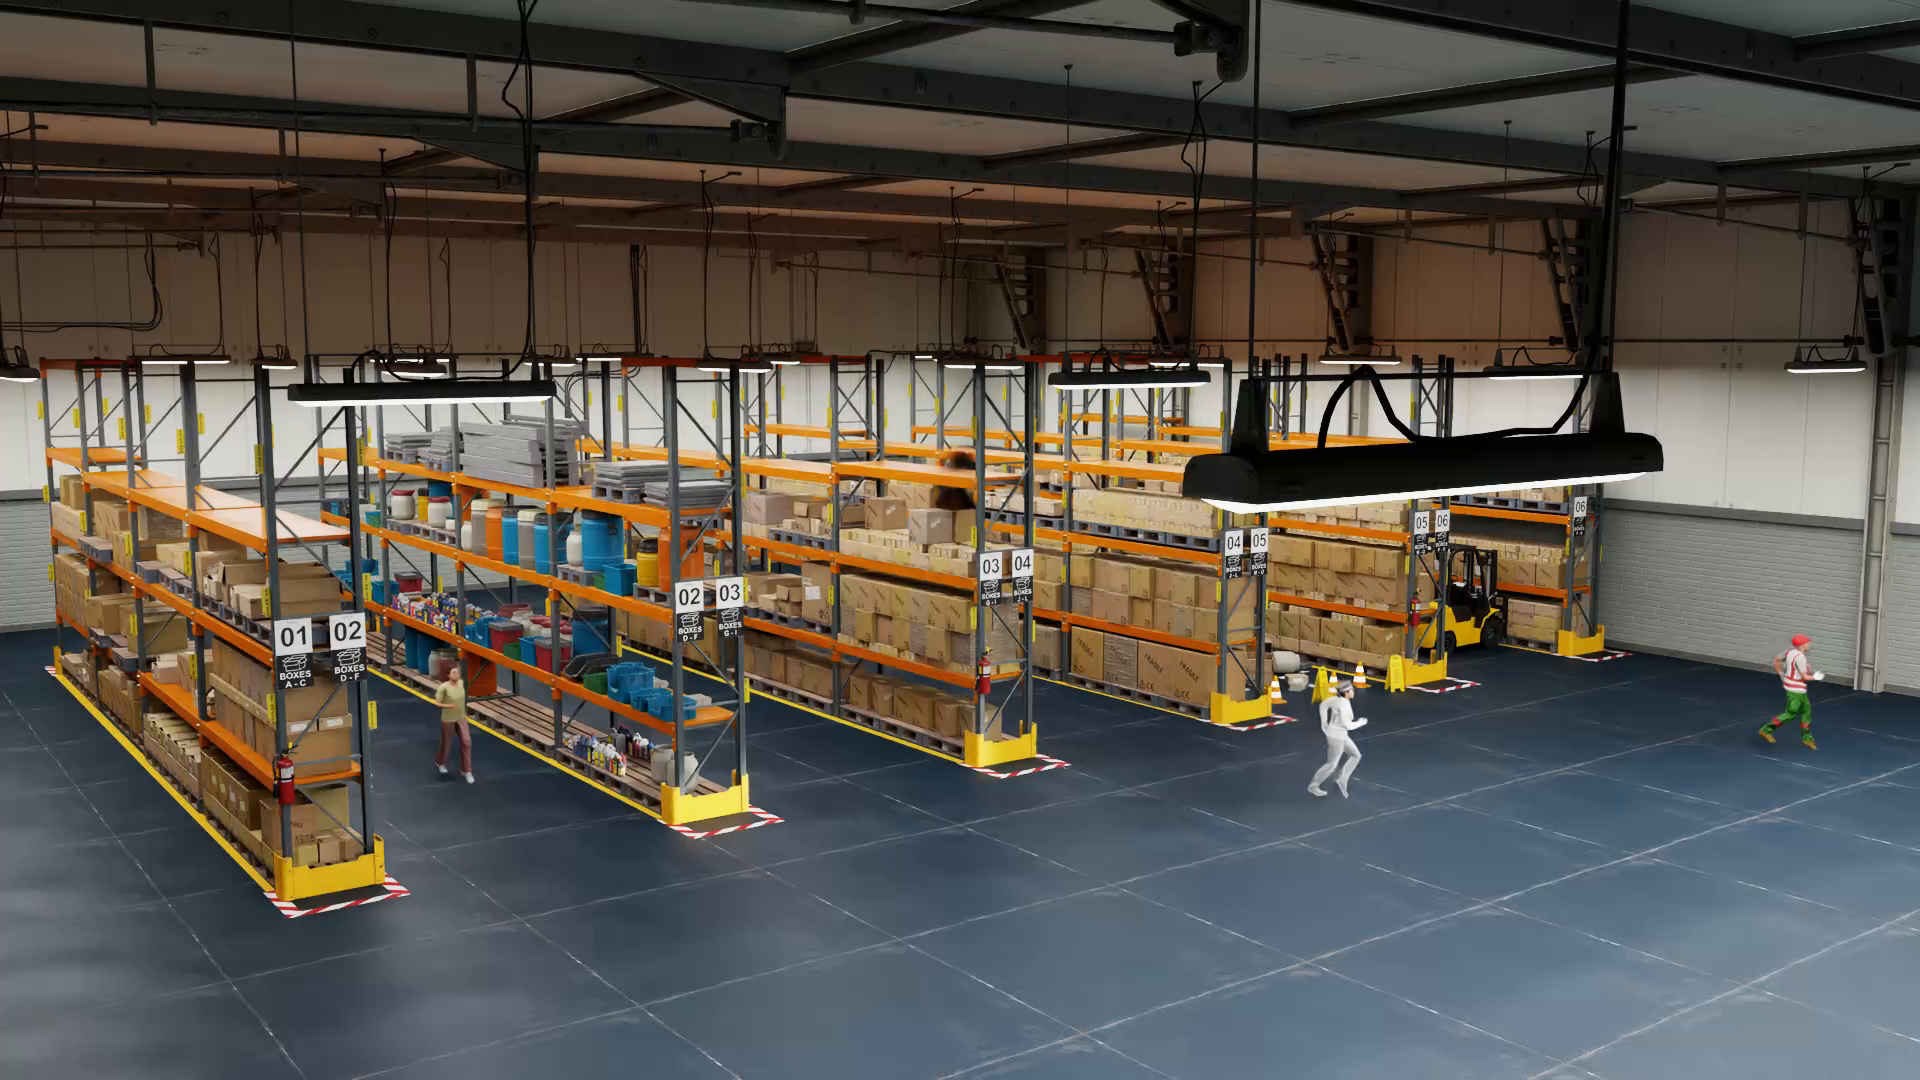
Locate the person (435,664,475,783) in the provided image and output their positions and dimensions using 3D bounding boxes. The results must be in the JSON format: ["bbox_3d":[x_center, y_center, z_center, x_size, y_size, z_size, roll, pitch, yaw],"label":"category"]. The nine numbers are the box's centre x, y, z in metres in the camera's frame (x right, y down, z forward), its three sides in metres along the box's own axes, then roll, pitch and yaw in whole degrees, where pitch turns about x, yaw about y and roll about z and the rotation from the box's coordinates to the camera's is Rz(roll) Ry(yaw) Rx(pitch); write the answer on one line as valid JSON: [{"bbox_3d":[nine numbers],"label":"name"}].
[{"bbox_3d":[-7.345,2.617,24.017,0.529,1.696,0.887,-6,9,-40],"label":"person"}]

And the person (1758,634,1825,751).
[{"bbox_3d":[12.893,2.372,25.758,0.912,1.849,0.690,1,7,11],"label":"person"}]

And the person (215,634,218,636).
[{"bbox_3d":[-13.670,1.729,31.255,0.579,1.719,0.697,5,9,38],"label":"person"}]

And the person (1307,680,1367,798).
[{"bbox_3d":[5.208,2.743,22.955,0.787,1.676,0.641,1,7,5],"label":"person"}]
